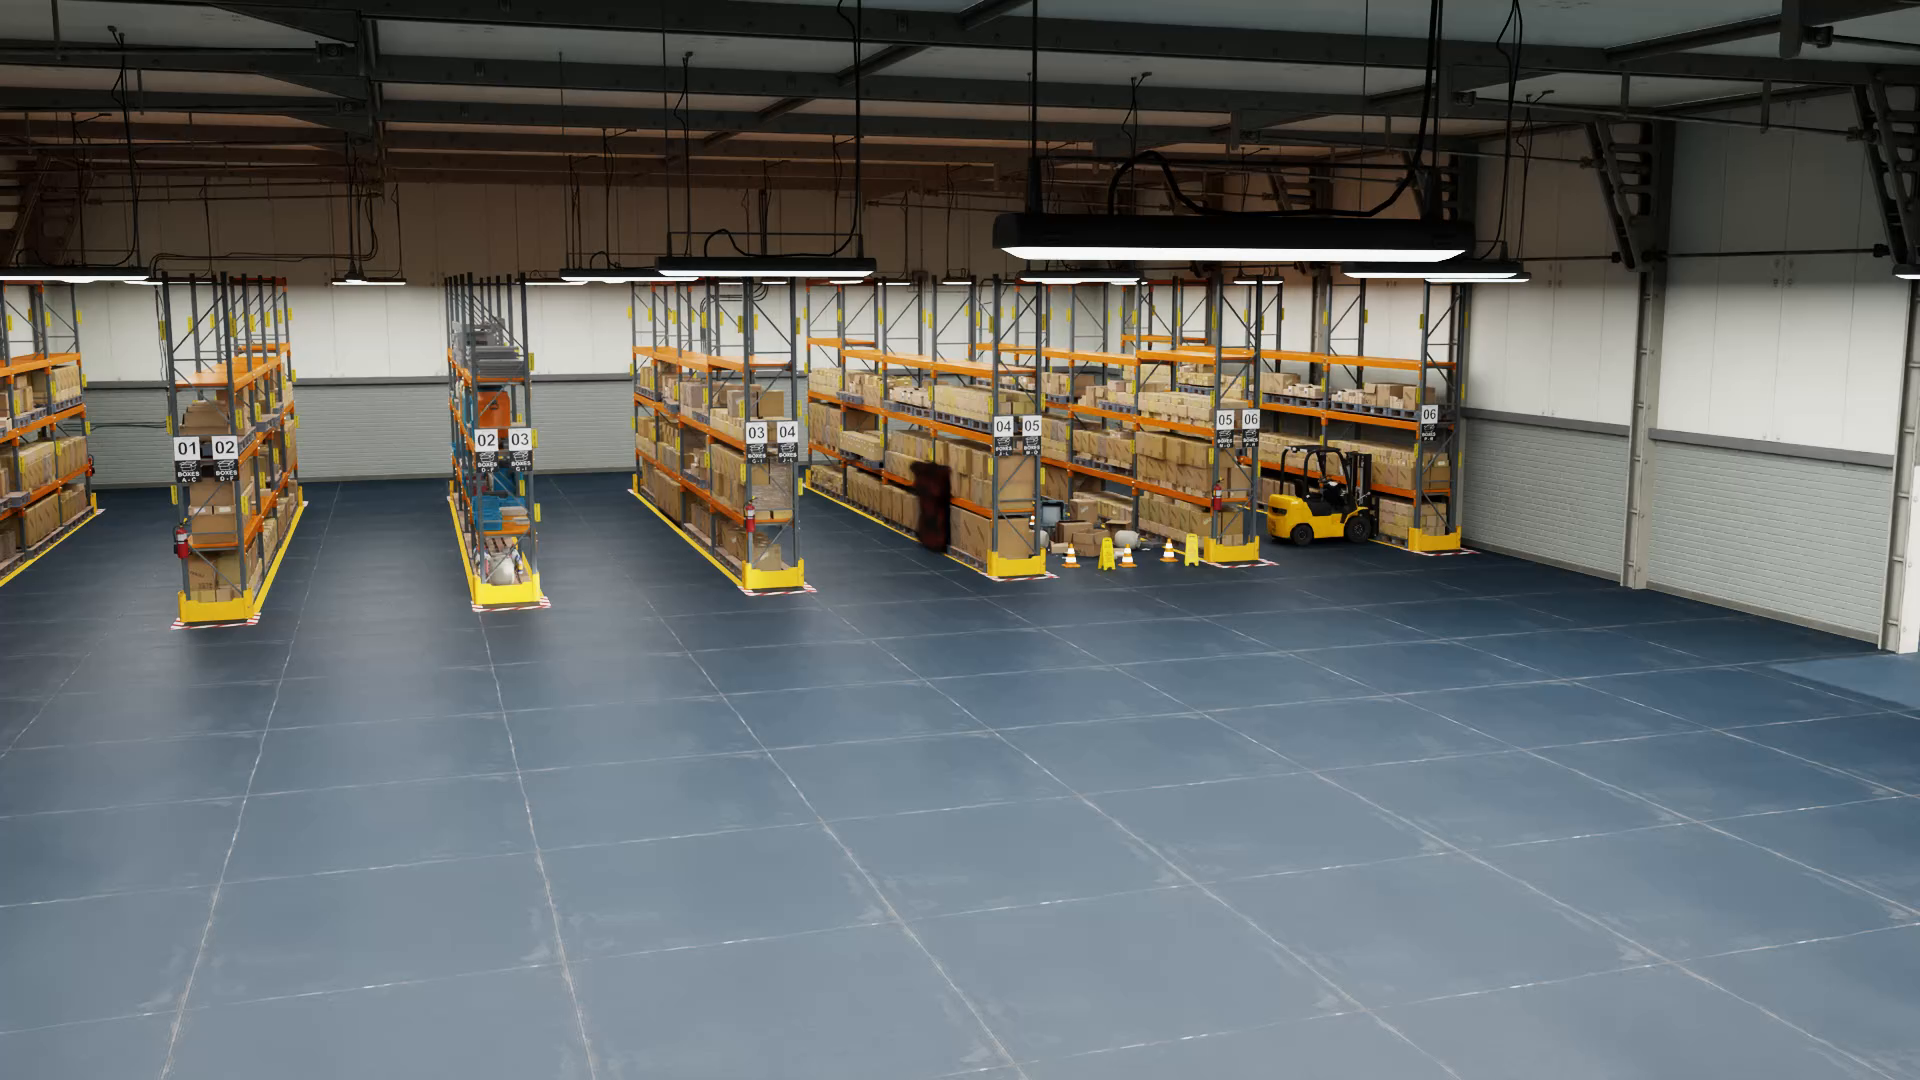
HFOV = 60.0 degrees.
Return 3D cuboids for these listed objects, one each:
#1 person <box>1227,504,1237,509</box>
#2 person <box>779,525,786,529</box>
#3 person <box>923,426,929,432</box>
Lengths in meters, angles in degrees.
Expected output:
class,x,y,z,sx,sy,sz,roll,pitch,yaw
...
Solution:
class,x,y,z,sx,sy,sz,roll,pitch,yaw
person,6.501,-1.137,39.751,0.398,1.799,0.664,4,9,23
person,-4.434,-1.176,39.940,0.516,1.738,0.969,-2,9,-11
person,-0.977,-2.536,49.028,0.560,1.766,0.407,7,11,37
